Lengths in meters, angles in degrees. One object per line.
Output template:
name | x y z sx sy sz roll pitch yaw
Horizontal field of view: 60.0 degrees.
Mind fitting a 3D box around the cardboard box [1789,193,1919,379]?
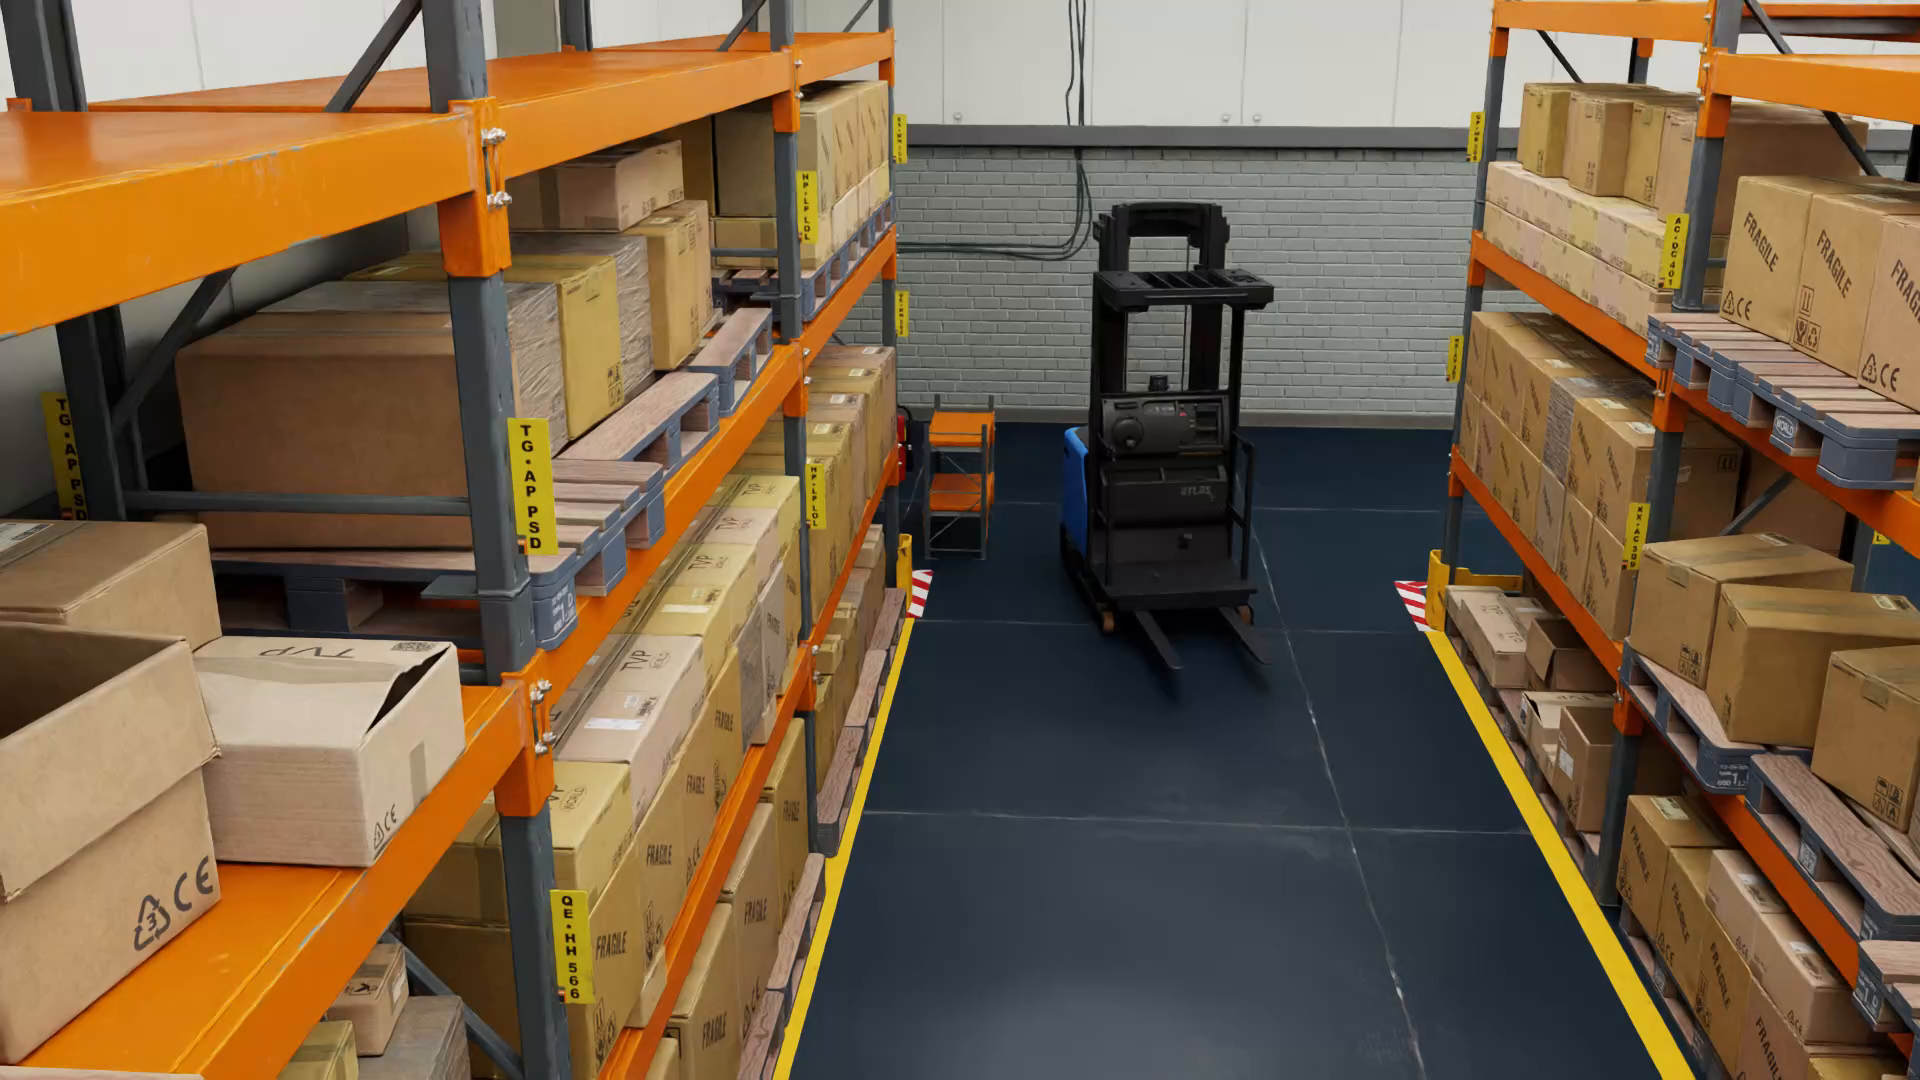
cardboard box | 3.566 -0.953 6.200 0.600 0.600 0.600 1 18 3

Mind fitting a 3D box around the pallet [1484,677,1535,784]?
pallet | 3.836 1.137 10.115 1.003 0.211 1.213 1 18 4

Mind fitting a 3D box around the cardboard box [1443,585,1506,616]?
cardboard box | 3.615 0.430 11.664 0.380 0.149 0.250 1 18 4

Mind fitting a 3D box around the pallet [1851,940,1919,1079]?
pallet | 3.393 1.526 4.757 1.213 0.211 1.003 1 18 4

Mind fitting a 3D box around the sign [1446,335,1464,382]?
sign | 3.446 -1.261 11.564 0.100 0.325 0.005 1 18 4

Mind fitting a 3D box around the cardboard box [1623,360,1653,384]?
cardboard box | 4.125 -0.738 9.593 0.500 0.500 0.500 2 18 6

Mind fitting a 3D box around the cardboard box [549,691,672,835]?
cardboard box | -1.200 0.681 5.154 0.500 0.250 0.500 1 18 3

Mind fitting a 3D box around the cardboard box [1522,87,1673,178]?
cardboard box | 3.847 -2.472 10.068 0.700 0.500 0.500 1 18 4

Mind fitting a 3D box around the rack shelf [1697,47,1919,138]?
rack shelf | 3.557 -1.293 5.215 1.077 0.370 4.000 1 18 4

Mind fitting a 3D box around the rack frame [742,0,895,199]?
rack frame | -0.954 -3.798 11.062 1.000 3.000 0.127 1 18 4

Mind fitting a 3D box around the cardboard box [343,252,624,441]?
cardboard box | -1.511 -0.634 5.355 0.700 0.500 0.500 2 18 7

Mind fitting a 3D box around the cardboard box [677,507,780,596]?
cardboard box | -1.065 0.050 7.079 0.500 0.250 0.500 2 18 5

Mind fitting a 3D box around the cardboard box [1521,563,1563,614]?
cardboard box | 4.194 0.315 11.451 0.500 0.500 0.500 1 18 4

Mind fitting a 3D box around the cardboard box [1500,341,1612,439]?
cardboard box | 3.622 -0.911 10.118 0.500 0.500 0.500 2 18 5

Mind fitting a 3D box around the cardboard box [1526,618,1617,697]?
cardboard box | 3.830 0.798 9.972 0.797 0.503 0.637 1 18 4

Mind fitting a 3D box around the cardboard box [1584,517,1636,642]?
cardboard box | 3.481 0.196 8.347 0.500 0.500 0.500 2 18 5

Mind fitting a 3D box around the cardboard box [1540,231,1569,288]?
cardboard box | 3.585 -1.572 9.328 0.500 0.250 0.500 1 18 4

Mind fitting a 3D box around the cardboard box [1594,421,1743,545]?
cardboard box | 3.479 -0.281 8.197 0.500 0.500 0.500 1 18 4

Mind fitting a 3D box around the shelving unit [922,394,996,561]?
shelving unit | 0.000 -0.537 13.754 0.538 1.125 1.048 1 18 4

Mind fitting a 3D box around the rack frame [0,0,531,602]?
rack frame | -1.527 -1.313 3.479 1.000 3.000 0.127 1 18 4

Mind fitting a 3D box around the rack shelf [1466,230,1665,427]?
rack shelf | 3.844 -1.300 9.412 1.077 0.370 4.000 1 18 4

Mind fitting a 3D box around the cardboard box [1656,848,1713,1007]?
cardboard box | 3.396 1.694 7.243 0.500 0.500 0.500 2 18 5

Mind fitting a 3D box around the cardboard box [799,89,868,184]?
cardboard box | -0.810 -2.354 9.674 0.500 0.500 0.500 0 18 1

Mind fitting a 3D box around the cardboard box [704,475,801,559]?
cardboard box | -1.019 -0.109 7.563 0.500 0.250 0.500 2 18 5

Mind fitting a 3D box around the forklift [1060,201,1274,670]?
forklift | 1.509 -0.834 11.762 1.130 2.935 3.031 -2 18 -7

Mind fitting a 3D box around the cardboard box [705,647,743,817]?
cardboard box | -1.124 0.716 6.252 0.500 0.500 0.500 2 18 5

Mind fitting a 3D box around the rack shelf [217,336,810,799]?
rack shelf | -1.384 -0.167 5.954 1.077 0.370 4.000 1 18 4

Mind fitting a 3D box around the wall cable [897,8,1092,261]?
wall cable | -0.192 -4.071 16.882 3.097 2.526 0.112 1 18 4

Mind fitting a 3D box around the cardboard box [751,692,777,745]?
cardboard box | -1.001 0.758 7.163 0.380 0.149 0.250 1 18 4

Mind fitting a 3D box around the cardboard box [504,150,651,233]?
cardboard box | -1.459 -1.301 6.188 0.500 0.250 0.500 1 18 2

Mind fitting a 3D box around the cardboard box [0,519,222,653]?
cardboard box | -1.808 0.274 3.261 0.500 0.500 0.500 1 18 4

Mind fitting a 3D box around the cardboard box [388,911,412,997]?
cardboard box | -1.756 1.187 4.814 0.500 0.500 0.500 1 18 4

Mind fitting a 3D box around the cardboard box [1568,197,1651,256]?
cardboard box | 3.542 -1.655 8.776 0.500 0.250 0.500 1 18 4

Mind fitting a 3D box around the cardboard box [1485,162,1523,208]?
cardboard box | 3.691 -2.276 10.671 0.500 0.250 0.500 1 18 4

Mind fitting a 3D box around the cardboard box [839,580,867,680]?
cardboard box | -0.975 0.572 10.699 0.700 0.500 0.500 1 18 2

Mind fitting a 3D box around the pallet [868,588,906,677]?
pallet | -0.933 0.628 11.667 1.003 0.211 1.213 1 18 4

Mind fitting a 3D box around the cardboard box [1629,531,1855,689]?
cardboard box | 3.444 0.300 7.356 0.700 0.500 0.500 -5 19 -15

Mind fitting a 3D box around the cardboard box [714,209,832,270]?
cardboard box | -0.928 -1.515 8.317 0.500 0.250 0.500 1 18 4

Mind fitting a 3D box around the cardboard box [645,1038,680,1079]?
cardboard box | -1.344 2.134 5.371 0.750 0.750 0.750 1 18 3

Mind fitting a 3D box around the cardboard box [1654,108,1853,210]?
cardboard box | 3.875 -1.847 8.160 0.700 0.500 0.500 1 18 4

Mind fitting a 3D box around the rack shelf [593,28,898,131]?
rack shelf | -1.097 -2.645 9.341 1.077 0.370 4.000 1 18 4

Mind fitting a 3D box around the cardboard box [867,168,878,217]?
cardboard box | -0.777 -2.153 10.266 0.500 0.250 0.500 1 18 2

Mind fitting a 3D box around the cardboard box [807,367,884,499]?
cardboard box | -1.021 -0.705 10.775 0.980 0.700 0.700 1 18 3

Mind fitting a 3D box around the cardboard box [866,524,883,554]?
cardboard box | -0.731 -0.003 11.415 0.380 0.149 0.250 1 18 3

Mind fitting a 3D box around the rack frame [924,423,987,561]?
rack frame | -0.036 -0.379 13.272 0.500 1.125 0.032 1 18 4

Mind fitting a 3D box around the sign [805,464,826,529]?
sign | -0.698 -0.208 8.009 0.100 0.325 0.005 1 18 4

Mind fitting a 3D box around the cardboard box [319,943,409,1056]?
cardboard box | -1.522 1.081 3.899 0.380 0.149 0.250 -1 18 -3

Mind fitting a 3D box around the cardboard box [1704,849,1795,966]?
cardboard box | 3.351 1.482 6.685 0.500 0.250 0.500 1 18 4

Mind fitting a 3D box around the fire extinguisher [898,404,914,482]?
fire extinguisher | -0.482 -0.770 12.178 0.296 0.674 0.183 1 18 4

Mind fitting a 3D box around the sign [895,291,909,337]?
sign | -0.413 -1.593 11.729 0.100 0.325 0.005 1 18 4

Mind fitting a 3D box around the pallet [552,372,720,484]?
pallet | -1.457 -0.347 5.650 1.003 0.211 1.213 2 18 6

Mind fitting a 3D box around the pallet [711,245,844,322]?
pallet | -1.171 -1.342 8.526 1.003 0.211 1.213 1 18 4

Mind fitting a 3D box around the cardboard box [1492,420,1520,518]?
cardboard box | 3.622 -0.437 10.279 0.500 0.500 0.500 1 18 4

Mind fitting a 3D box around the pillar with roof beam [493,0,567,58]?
pillar with roof beam | 2.241 -2.696 7.700 9.100 9.000 0.400 1 18 4
